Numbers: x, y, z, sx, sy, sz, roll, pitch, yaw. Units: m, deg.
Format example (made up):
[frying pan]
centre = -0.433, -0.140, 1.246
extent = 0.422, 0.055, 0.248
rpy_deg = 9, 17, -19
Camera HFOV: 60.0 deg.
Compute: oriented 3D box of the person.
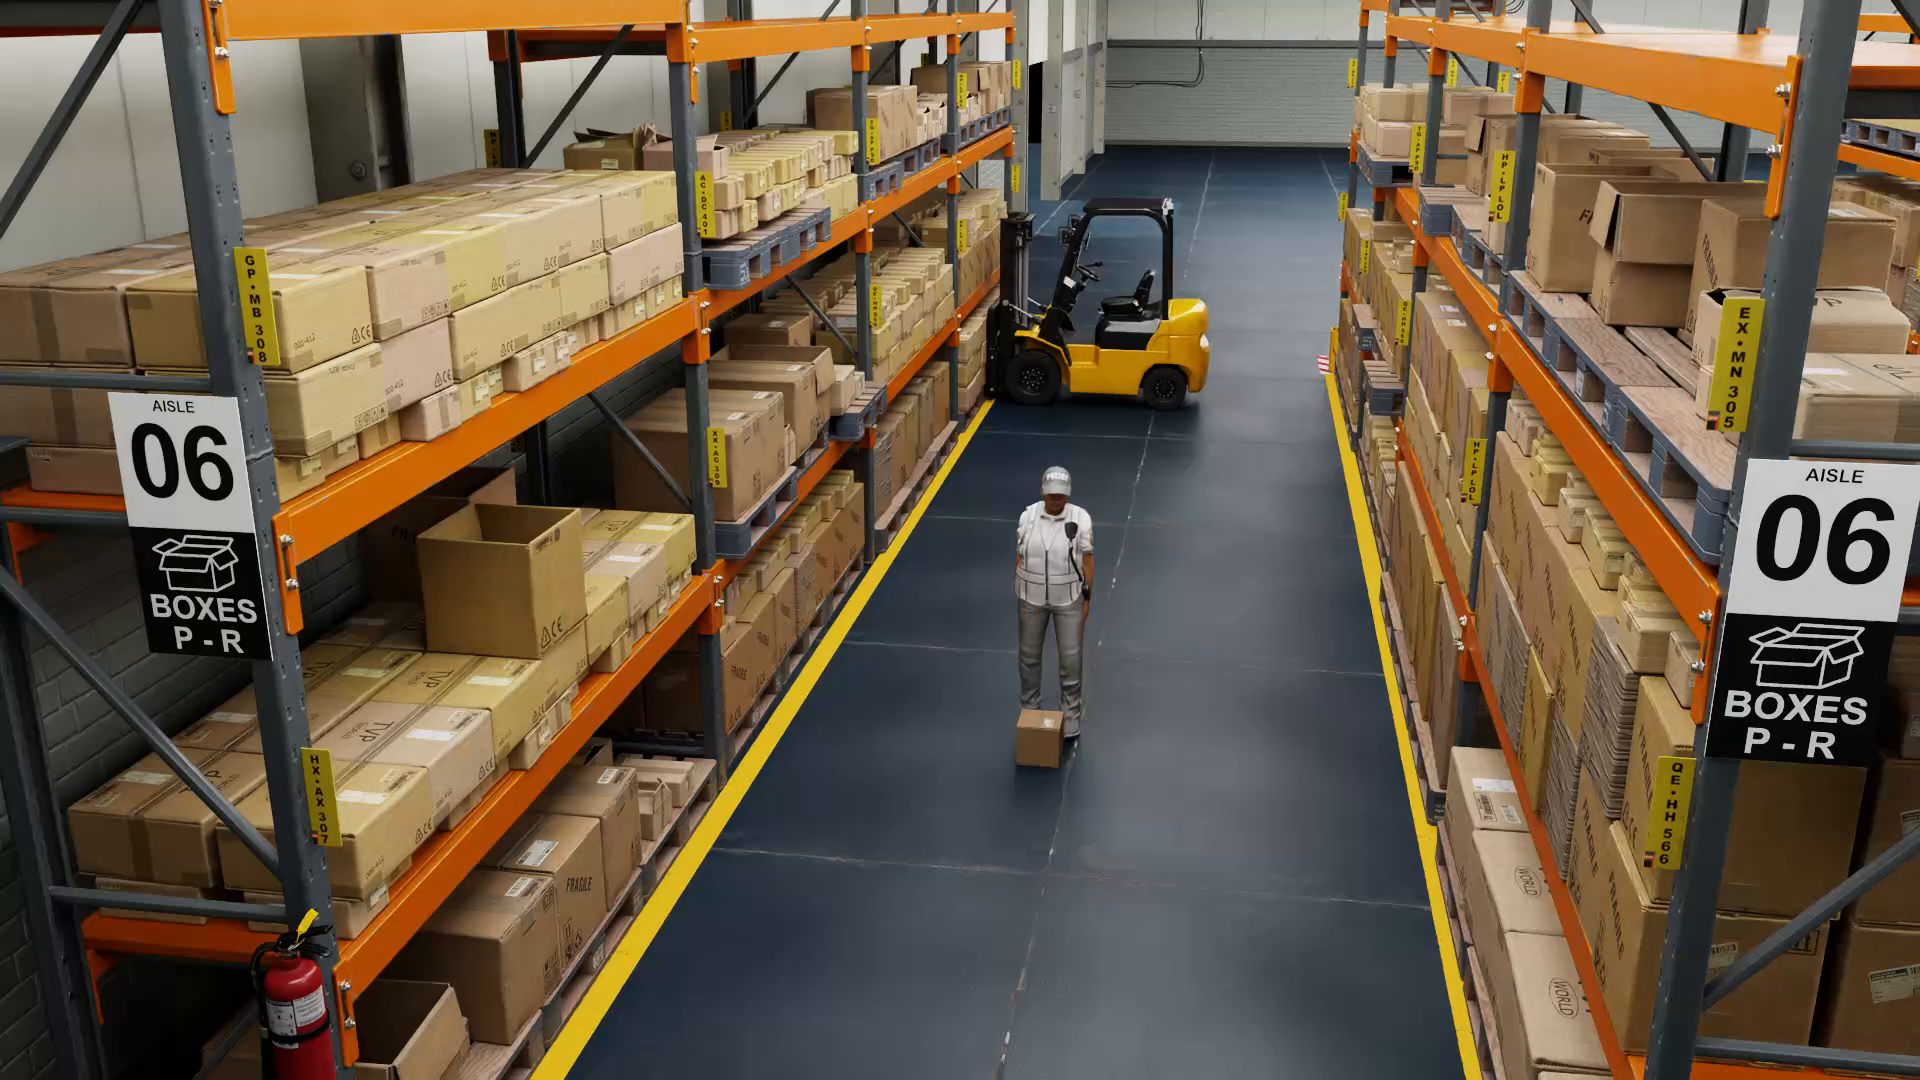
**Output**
[person]
centre = 0.559, 0.365, 9.943
extent = 0.468, 1.661, 0.391
rpy_deg = 3, 18, 10
